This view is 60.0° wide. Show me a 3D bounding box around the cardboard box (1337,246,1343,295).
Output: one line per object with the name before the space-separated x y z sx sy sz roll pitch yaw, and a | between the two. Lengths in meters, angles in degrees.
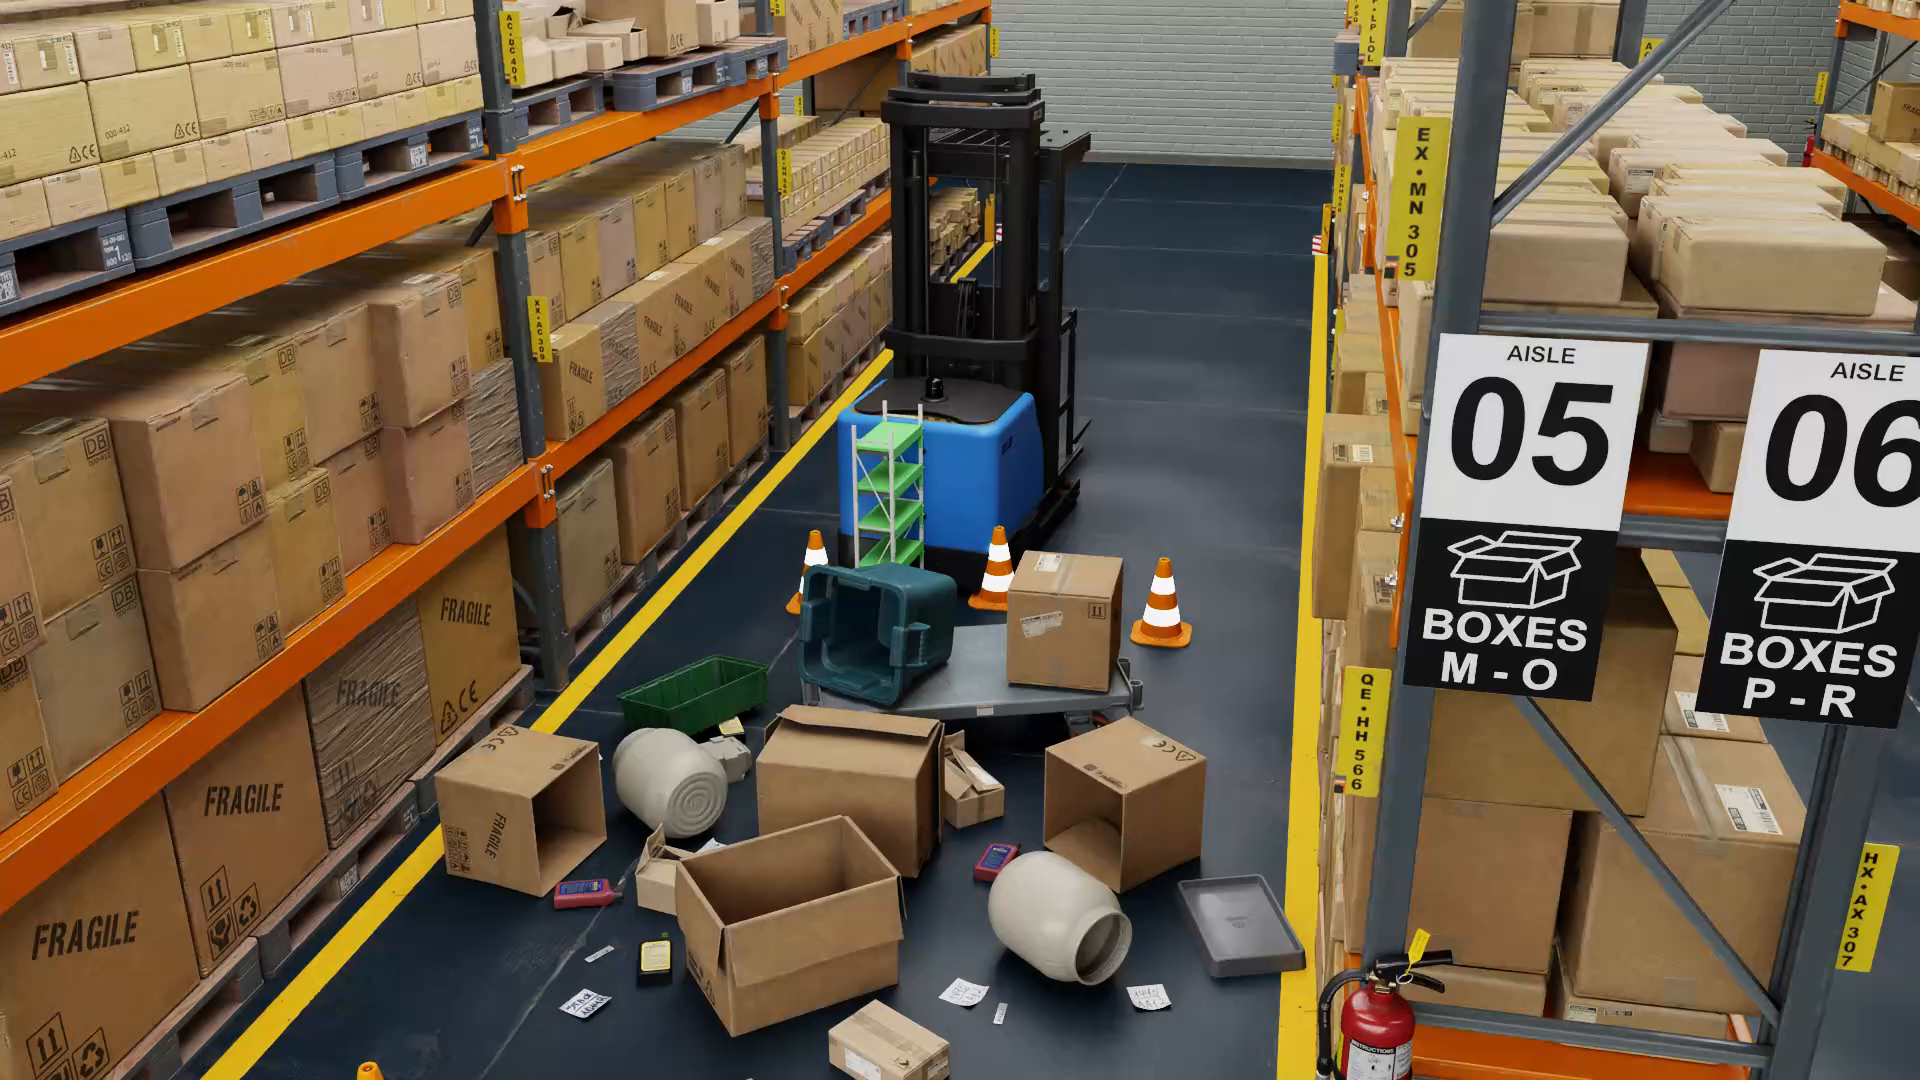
cardboard box | 2.934 -1.890 11.731 0.500 0.250 0.500 4 22 9

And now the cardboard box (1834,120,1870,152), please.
cardboard box | 9.119 -4.042 16.677 0.500 0.250 0.500 5 22 11

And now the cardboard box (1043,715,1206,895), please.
cardboard box | 0.718 1.155 7.314 0.500 0.500 0.500 -16 27 -35

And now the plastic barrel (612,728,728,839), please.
plastic barrel | -1.327 1.095 7.569 0.421 0.421 0.512 -16 27 -35

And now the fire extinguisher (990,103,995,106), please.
fire extinguisher | 0.355 -4.869 19.530 0.296 0.674 0.183 4 22 11

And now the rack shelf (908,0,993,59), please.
rack shelf | -0.557 -5.347 17.063 1.077 0.370 4.000 4 22 11

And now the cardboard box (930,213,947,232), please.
cardboard box | -0.348 -3.386 17.703 0.380 0.149 0.250 5 22 11

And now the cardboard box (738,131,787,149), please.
cardboard box | -1.706 -3.422 14.314 0.380 0.149 0.250 4 22 10

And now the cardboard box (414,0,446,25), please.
cardboard box | -2.412 -2.268 7.026 0.380 0.149 0.250 4 22 11

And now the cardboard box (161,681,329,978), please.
cardboard box | -3.162 1.047 6.522 0.875 0.875 0.875 4 22 10

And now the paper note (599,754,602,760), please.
paper note | -1.848 1.060 8.181 0.147 0.020 0.142 -11 25 -26

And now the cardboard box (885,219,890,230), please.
cardboard box | -0.953 -3.339 17.586 0.380 0.149 0.250 4 22 9

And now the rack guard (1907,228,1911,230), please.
rack guard | 9.562 -3.116 17.922 1.175 0.500 0.348 4 22 11

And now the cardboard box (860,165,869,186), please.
cardboard box | -1.009 -3.198 14.553 0.380 0.149 0.250 3 22 8

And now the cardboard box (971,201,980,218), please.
cardboard box | 0.023 -3.816 19.170 0.380 0.149 0.250 4 22 9

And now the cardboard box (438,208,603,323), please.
cardboard box | -2.399 -1.513 9.122 0.700 0.500 0.500 4 22 10

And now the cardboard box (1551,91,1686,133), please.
cardboard box | 2.221 -1.422 5.622 0.380 0.149 0.250 4 22 10

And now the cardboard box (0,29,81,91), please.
cardboard box | -2.878 -1.431 4.948 0.380 0.149 0.250 5 22 11

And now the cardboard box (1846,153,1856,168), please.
cardboard box | 9.104 -3.804 16.621 0.380 0.149 0.250 5 23 13

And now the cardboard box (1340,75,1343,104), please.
cardboard box | 4.145 -4.658 16.933 0.500 0.500 0.500 4 22 11

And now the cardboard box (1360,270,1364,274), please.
cardboard box | 2.239 -1.039 8.323 0.500 0.500 0.500 5 22 11

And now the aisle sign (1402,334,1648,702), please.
aisle sign | 1.156 -0.034 3.443 0.394 0.787 0.004 4 22 11

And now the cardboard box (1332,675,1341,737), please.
cardboard box | 1.645 0.663 6.438 0.380 0.149 0.250 6 23 14

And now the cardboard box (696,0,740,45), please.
cardboard box | -1.701 -3.281 10.393 0.500 0.311 0.500 4 22 11

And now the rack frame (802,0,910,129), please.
rack frame | -0.965 -3.558 15.673 1.000 3.000 0.127 4 22 11

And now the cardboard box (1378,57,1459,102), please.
cardboard box | 1.885 -1.846 6.676 0.380 0.149 0.250 4 22 10

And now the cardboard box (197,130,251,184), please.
cardboard box | -2.721 -1.341 5.793 0.380 0.149 0.250 5 22 11

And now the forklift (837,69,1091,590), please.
forklift | 0.195 -1.581 10.855 1.130 2.935 3.031 7 23 17

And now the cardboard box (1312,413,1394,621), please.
cardboard box | 1.457 -0.059 5.115 0.700 0.500 0.500 4 22 10

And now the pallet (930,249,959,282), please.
pallet | -0.616 -2.960 17.921 1.003 0.211 1.213 4 22 11

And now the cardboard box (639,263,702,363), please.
cardboard box | -1.916 -1.403 10.189 0.500 0.500 0.500 5 22 12

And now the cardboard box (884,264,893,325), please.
cardboard box | -0.869 -2.303 15.341 0.500 0.500 0.500 4 22 10

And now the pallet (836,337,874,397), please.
pallet | -1.369 -1.532 14.375 1.003 0.211 1.213 4 22 11

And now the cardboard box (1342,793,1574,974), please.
cardboard box | 1.294 0.767 4.401 0.500 0.500 0.500 4 22 10

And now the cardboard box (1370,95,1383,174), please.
cardboard box | 1.911 -1.611 6.627 0.500 0.250 0.500 4 22 10

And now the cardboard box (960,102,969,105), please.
cardboard box | -0.193 -4.647 17.845 0.500 0.500 0.500 5 22 11

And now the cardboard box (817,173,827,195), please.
cardboard box | -1.278 -2.853 13.299 0.380 0.149 0.250 4 22 11

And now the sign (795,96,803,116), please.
sign | -1.498 -3.998 15.607 0.100 0.325 0.005 4 22 11

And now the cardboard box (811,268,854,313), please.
cardboard box | -1.186 -2.077 13.776 0.500 0.250 0.500 5 22 11

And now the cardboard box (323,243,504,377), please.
cardboard box | -2.706 -1.070 7.850 0.875 0.550 0.550 4 22 11

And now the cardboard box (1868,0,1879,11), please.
cardboard box | 9.037 -5.206 16.085 0.380 0.149 0.250 5 22 12

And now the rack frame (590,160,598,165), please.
rack frame | -4.984 -5.436 20.335 1.000 3.000 0.127 4 22 11

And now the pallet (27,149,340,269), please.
pallet | -3.026 -1.239 6.019 1.003 0.211 1.213 4 22 11

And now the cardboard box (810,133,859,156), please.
cardboard box | -1.071 -3.372 14.189 0.380 0.149 0.250 4 22 9

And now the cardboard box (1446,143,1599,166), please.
cardboard box | 1.516 -0.984 4.535 0.380 0.149 0.250 4 22 11

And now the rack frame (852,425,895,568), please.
rack frame | -0.484 -0.064 9.406 0.240 1.200 0.015 7 23 17

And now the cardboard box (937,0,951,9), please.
cardboard box | -0.393 -5.402 16.436 0.500 0.250 0.500 5 23 13

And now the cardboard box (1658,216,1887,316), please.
cardboard box | 1.725 -0.588 3.552 0.380 0.149 0.250 4 22 11

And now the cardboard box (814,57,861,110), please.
cardboard box | -1.134 -4.399 15.890 0.500 0.500 0.500 4 22 9

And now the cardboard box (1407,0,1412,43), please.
cardboard box | 2.449 -2.637 8.340 0.500 0.250 0.500 5 22 12

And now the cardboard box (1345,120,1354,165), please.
cardboard box | 3.139 -2.843 12.426 0.500 0.500 0.500 4 22 11

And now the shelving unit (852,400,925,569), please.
shelving unit | -0.408 -0.151 9.621 0.258 1.200 0.503 7 23 17

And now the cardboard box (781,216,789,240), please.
cardboard box | -1.492 -2.322 12.377 0.380 0.149 0.250 4 22 10

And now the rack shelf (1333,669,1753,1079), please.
rack shelf | 1.861 0.773 5.881 1.077 0.370 4.000 4 22 11

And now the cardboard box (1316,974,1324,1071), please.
cardboard box | 1.468 1.747 5.620 0.500 0.250 0.500 5 22 11

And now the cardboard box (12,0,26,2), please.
cardboard box | -6.563 -3.798 11.450 0.500 0.500 0.500 4 22 11

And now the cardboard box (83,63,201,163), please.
cardboard box | -2.859 -1.397 5.400 0.500 0.250 0.500 4 22 10
